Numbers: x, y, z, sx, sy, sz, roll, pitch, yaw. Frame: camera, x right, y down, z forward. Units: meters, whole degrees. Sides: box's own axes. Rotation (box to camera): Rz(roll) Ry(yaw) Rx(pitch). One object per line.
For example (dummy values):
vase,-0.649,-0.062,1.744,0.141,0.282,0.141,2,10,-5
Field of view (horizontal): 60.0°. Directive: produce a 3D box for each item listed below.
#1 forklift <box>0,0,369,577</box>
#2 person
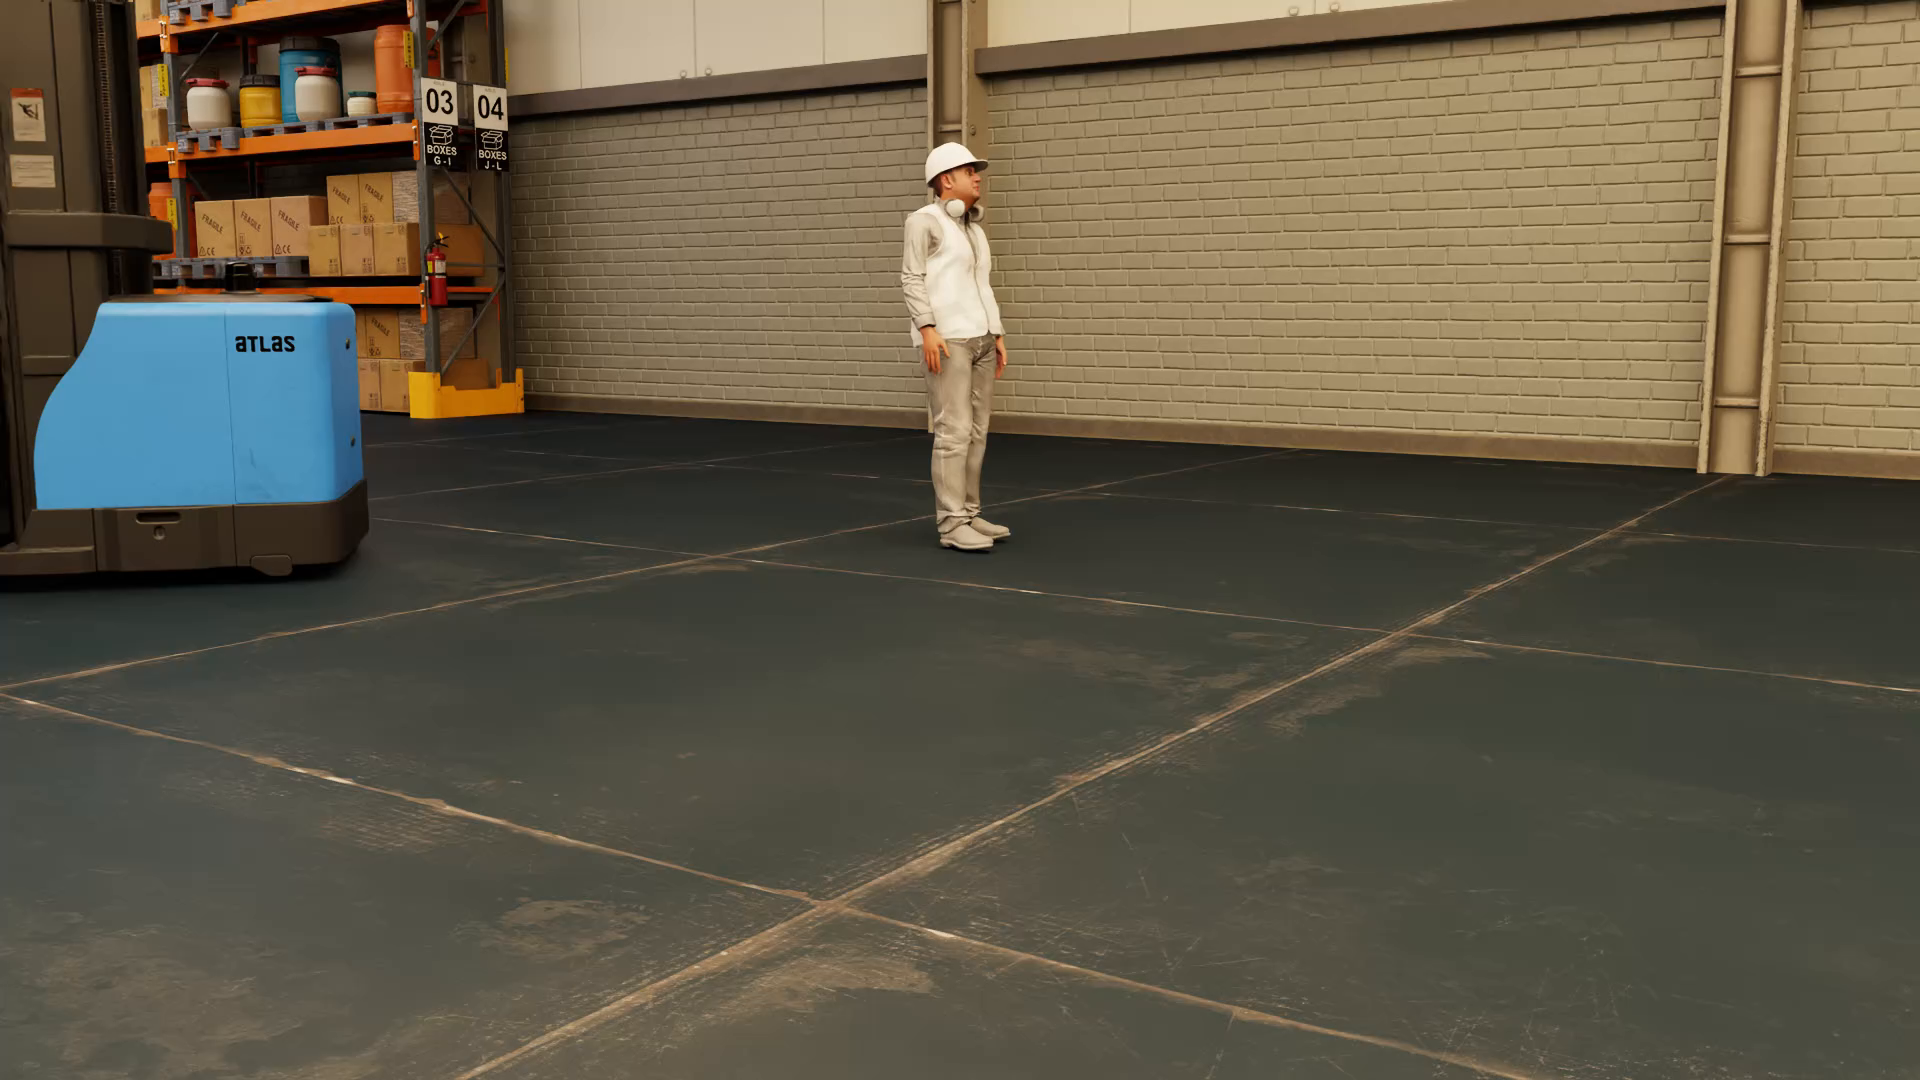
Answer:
forklift,-3.995,-1.312,6.418,3.031,2.935,1.130,-2,8,-13
person,0.047,-0.880,7.437,0.568,1.773,0.632,5,10,34
